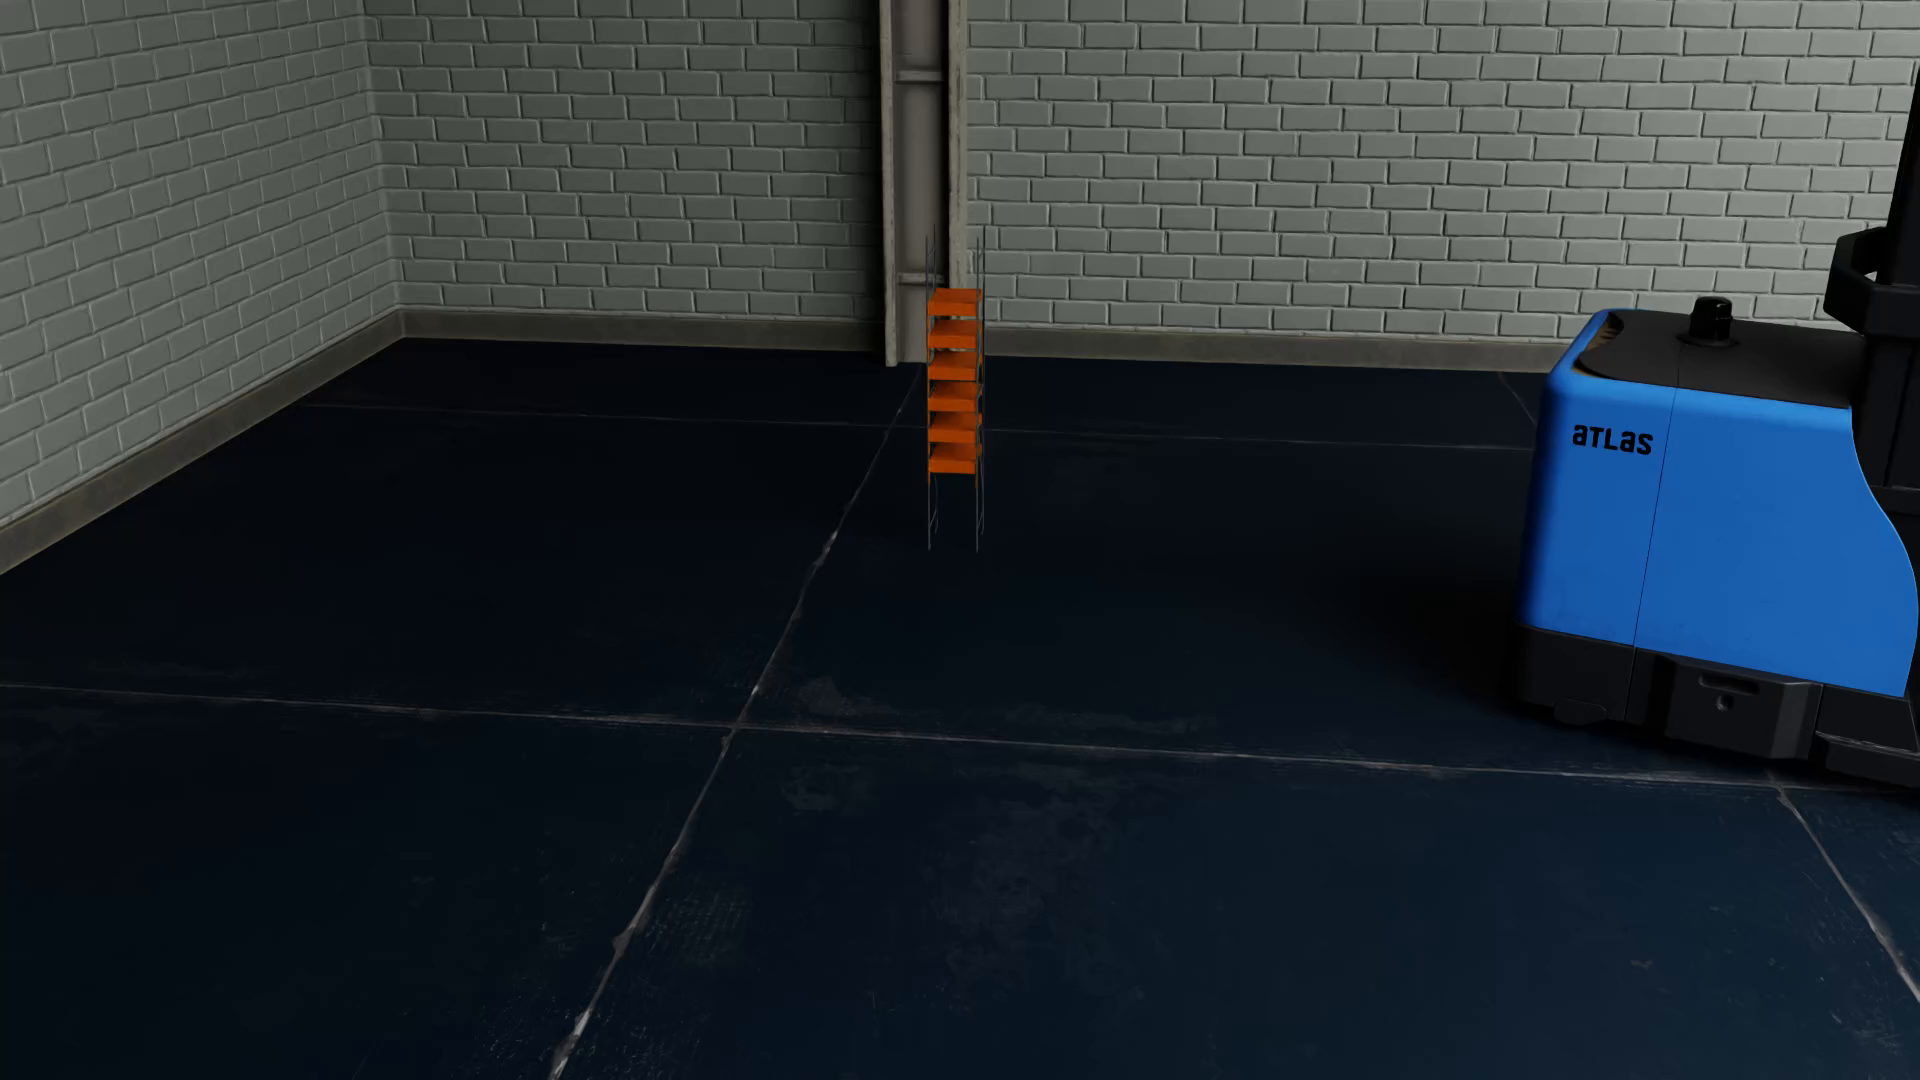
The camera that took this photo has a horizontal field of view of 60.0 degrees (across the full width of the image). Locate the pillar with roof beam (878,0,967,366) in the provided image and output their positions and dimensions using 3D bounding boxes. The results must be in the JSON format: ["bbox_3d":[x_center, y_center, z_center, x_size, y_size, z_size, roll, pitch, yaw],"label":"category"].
[{"bbox_3d":[-0.688,-3.577,3.247,0.400,9.000,9.100,2,22,6],"label":"pillar with roof beam"}]

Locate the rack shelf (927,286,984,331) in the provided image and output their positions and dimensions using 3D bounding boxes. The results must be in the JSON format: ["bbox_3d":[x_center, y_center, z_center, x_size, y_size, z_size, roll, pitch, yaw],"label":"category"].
[{"bbox_3d":[-0.014,-0.852,6.105,0.180,0.103,0.258,2,22,6],"label":"rack shelf"}]

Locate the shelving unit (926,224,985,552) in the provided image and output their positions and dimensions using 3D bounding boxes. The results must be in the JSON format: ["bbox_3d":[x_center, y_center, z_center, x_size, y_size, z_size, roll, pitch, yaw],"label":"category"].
[{"bbox_3d":[-0.014,-0.559,6.221,0.189,1.200,0.258,2,22,6],"label":"shelving unit"}]

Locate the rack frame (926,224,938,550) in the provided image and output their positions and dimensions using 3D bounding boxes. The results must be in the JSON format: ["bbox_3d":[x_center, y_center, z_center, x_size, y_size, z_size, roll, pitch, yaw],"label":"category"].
[{"bbox_3d":[-0.105,-0.563,6.231,0.006,1.200,0.240,2,22,6],"label":"rack frame"}]

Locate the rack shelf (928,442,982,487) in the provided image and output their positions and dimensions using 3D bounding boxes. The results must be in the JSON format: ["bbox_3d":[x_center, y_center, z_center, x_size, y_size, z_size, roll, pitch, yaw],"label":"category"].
[{"bbox_3d":[-0.014,-0.294,6.325,0.180,0.103,0.258,2,22,6],"label":"rack shelf"}]

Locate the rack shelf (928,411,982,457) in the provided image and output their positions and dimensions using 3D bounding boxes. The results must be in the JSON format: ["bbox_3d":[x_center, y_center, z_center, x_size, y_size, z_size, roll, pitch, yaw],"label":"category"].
[{"bbox_3d":[-0.014,-0.406,6.281,0.180,0.103,0.258,2,22,6],"label":"rack shelf"}]

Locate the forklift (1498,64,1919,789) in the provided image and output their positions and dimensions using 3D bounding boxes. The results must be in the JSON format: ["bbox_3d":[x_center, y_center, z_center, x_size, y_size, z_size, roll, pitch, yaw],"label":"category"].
[{"bbox_3d":[3.198,-0.731,4.303,3.031,2.935,1.130,11,24,26],"label":"forklift"}]

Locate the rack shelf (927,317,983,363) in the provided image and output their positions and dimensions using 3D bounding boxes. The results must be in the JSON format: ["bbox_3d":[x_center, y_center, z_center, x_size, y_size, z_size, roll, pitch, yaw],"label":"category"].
[{"bbox_3d":[-0.014,-0.740,6.149,0.180,0.103,0.258,2,22,6],"label":"rack shelf"}]

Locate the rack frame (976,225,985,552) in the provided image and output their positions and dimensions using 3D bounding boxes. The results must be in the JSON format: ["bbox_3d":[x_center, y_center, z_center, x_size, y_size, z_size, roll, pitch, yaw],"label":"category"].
[{"bbox_3d":[0.076,-0.555,6.211,0.006,1.200,0.240,2,22,6],"label":"rack frame"}]

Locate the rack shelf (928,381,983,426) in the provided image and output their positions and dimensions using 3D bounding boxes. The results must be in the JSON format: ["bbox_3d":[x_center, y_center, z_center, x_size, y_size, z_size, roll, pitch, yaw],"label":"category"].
[{"bbox_3d":[-0.014,-0.517,6.237,0.180,0.103,0.258,2,22,6],"label":"rack shelf"}]

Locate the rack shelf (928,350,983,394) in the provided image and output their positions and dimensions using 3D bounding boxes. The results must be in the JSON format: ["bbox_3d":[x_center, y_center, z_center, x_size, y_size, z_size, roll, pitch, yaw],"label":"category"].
[{"bbox_3d":[-0.014,-0.629,6.193,0.180,0.103,0.258,2,22,6],"label":"rack shelf"}]
